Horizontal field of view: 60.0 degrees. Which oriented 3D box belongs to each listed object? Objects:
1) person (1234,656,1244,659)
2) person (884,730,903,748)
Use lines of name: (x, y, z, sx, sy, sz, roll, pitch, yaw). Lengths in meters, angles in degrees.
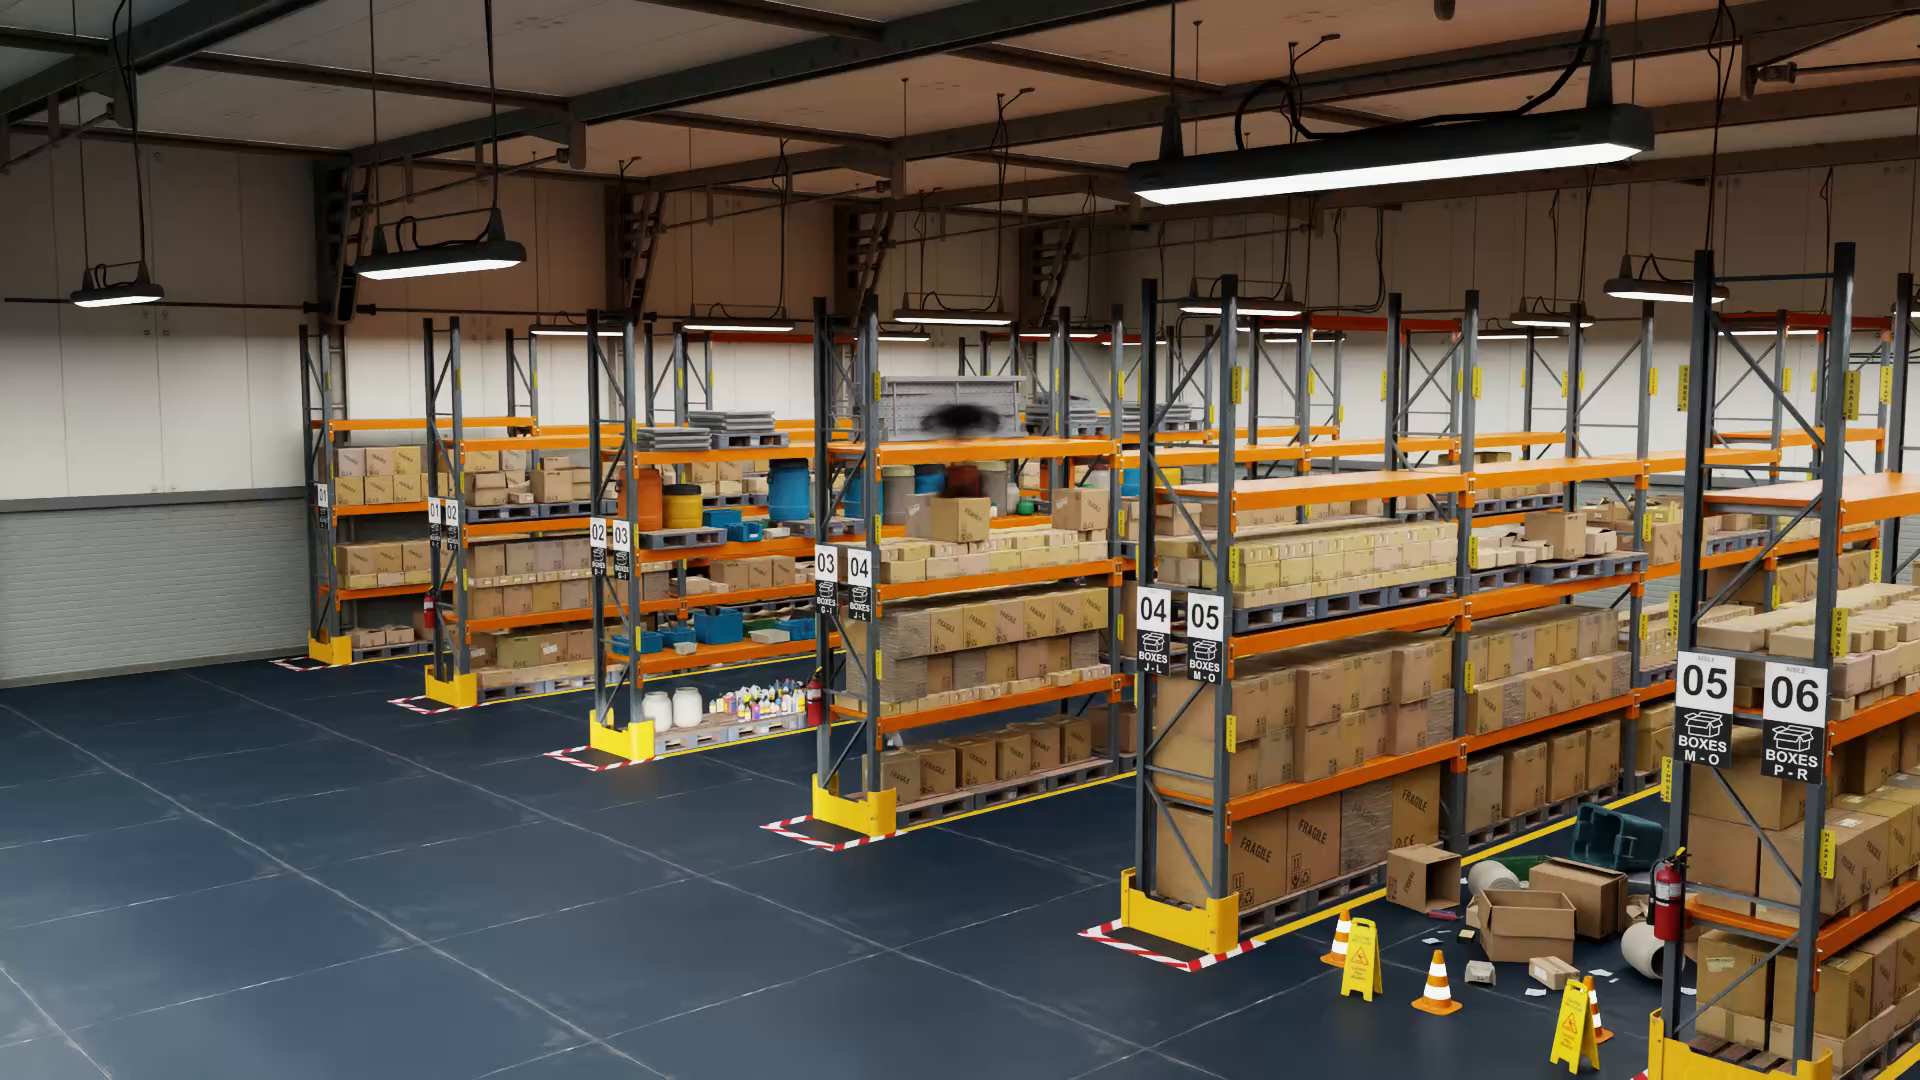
person: (3.424, 2.230, 20.318, 0.726, 1.718, 0.830, 5, 7, 39)
person: (-1.061, 2.125, 22.632, 0.729, 1.500, 1.044, 1, 6, 14)
